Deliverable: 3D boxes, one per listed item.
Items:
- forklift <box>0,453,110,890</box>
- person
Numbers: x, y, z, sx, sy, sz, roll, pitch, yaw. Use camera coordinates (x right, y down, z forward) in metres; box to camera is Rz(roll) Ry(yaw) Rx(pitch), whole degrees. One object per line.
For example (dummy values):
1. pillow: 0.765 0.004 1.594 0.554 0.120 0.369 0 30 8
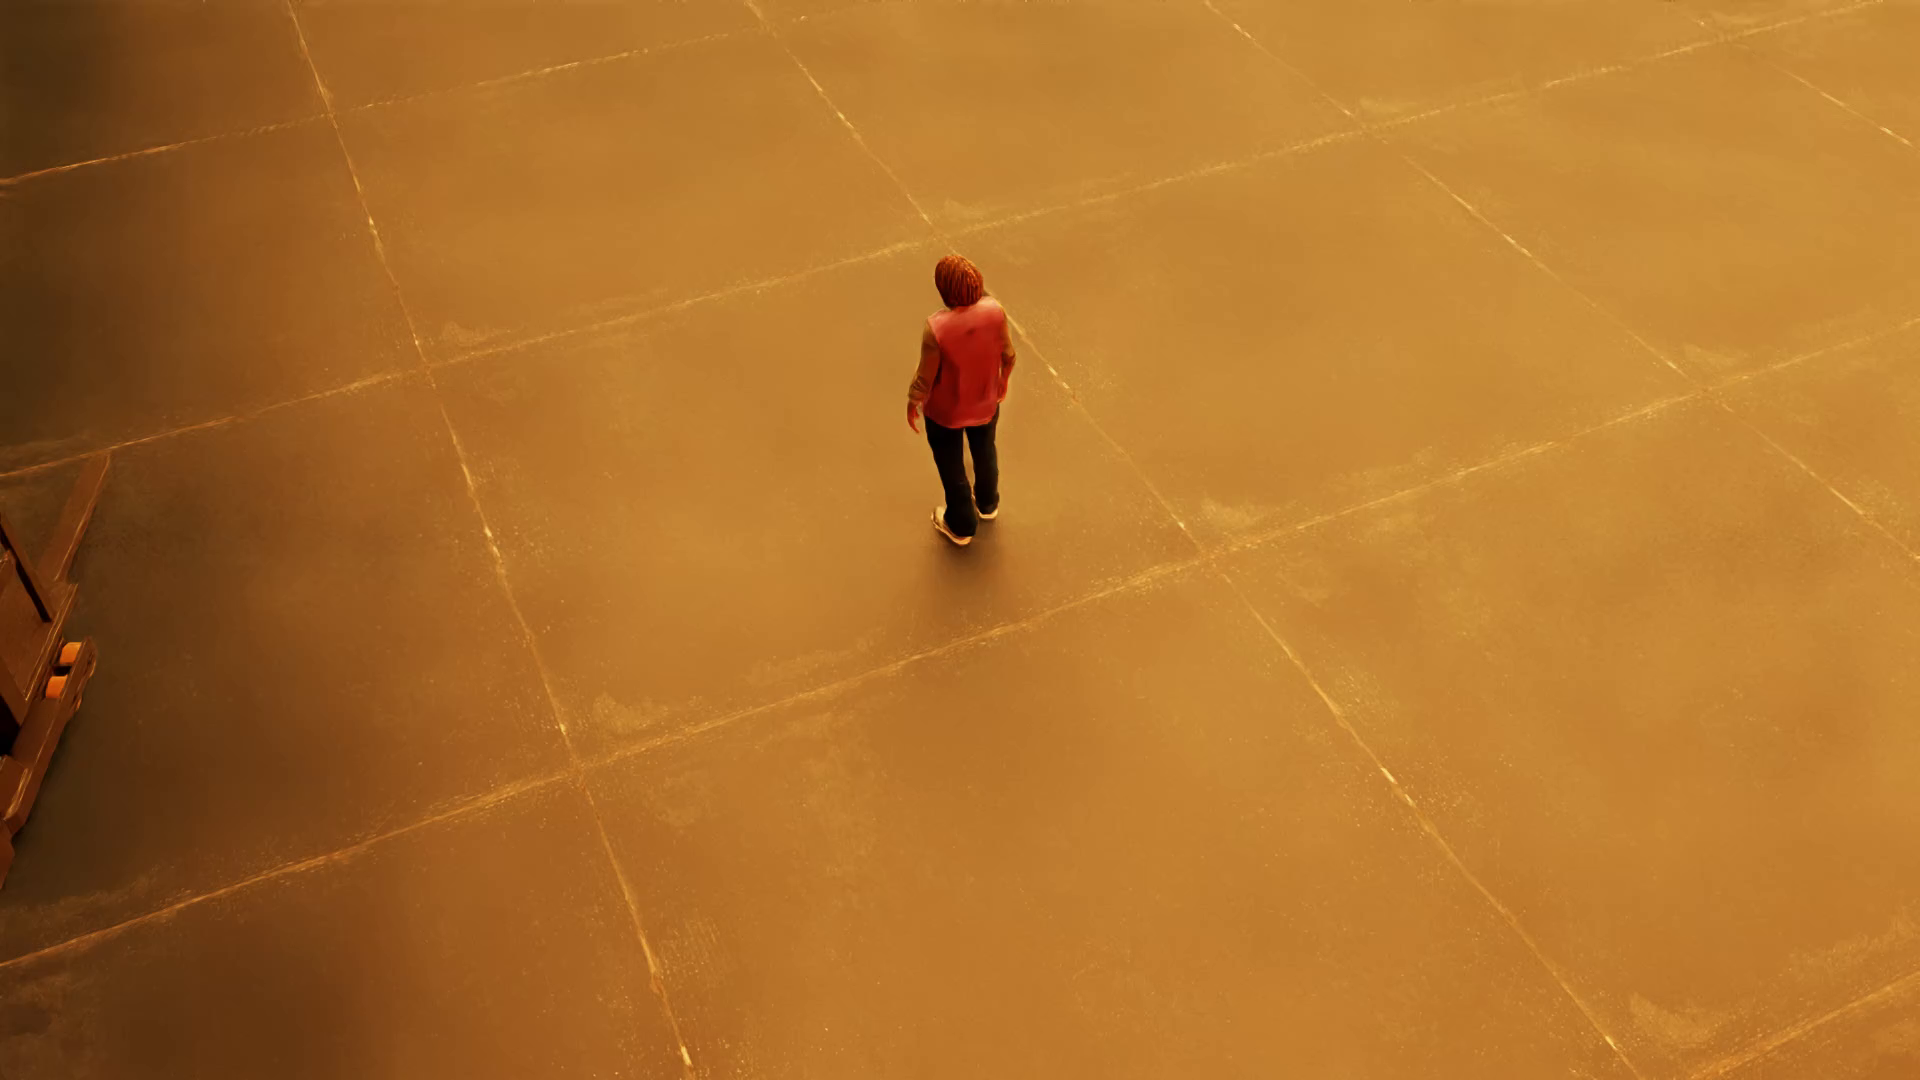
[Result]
1. forklift: -4.272 -0.276 5.976 1.130 2.935 3.031 -3 43 -4
2. person: -0.019 -0.639 7.332 0.520 1.597 0.474 -18 46 -18
